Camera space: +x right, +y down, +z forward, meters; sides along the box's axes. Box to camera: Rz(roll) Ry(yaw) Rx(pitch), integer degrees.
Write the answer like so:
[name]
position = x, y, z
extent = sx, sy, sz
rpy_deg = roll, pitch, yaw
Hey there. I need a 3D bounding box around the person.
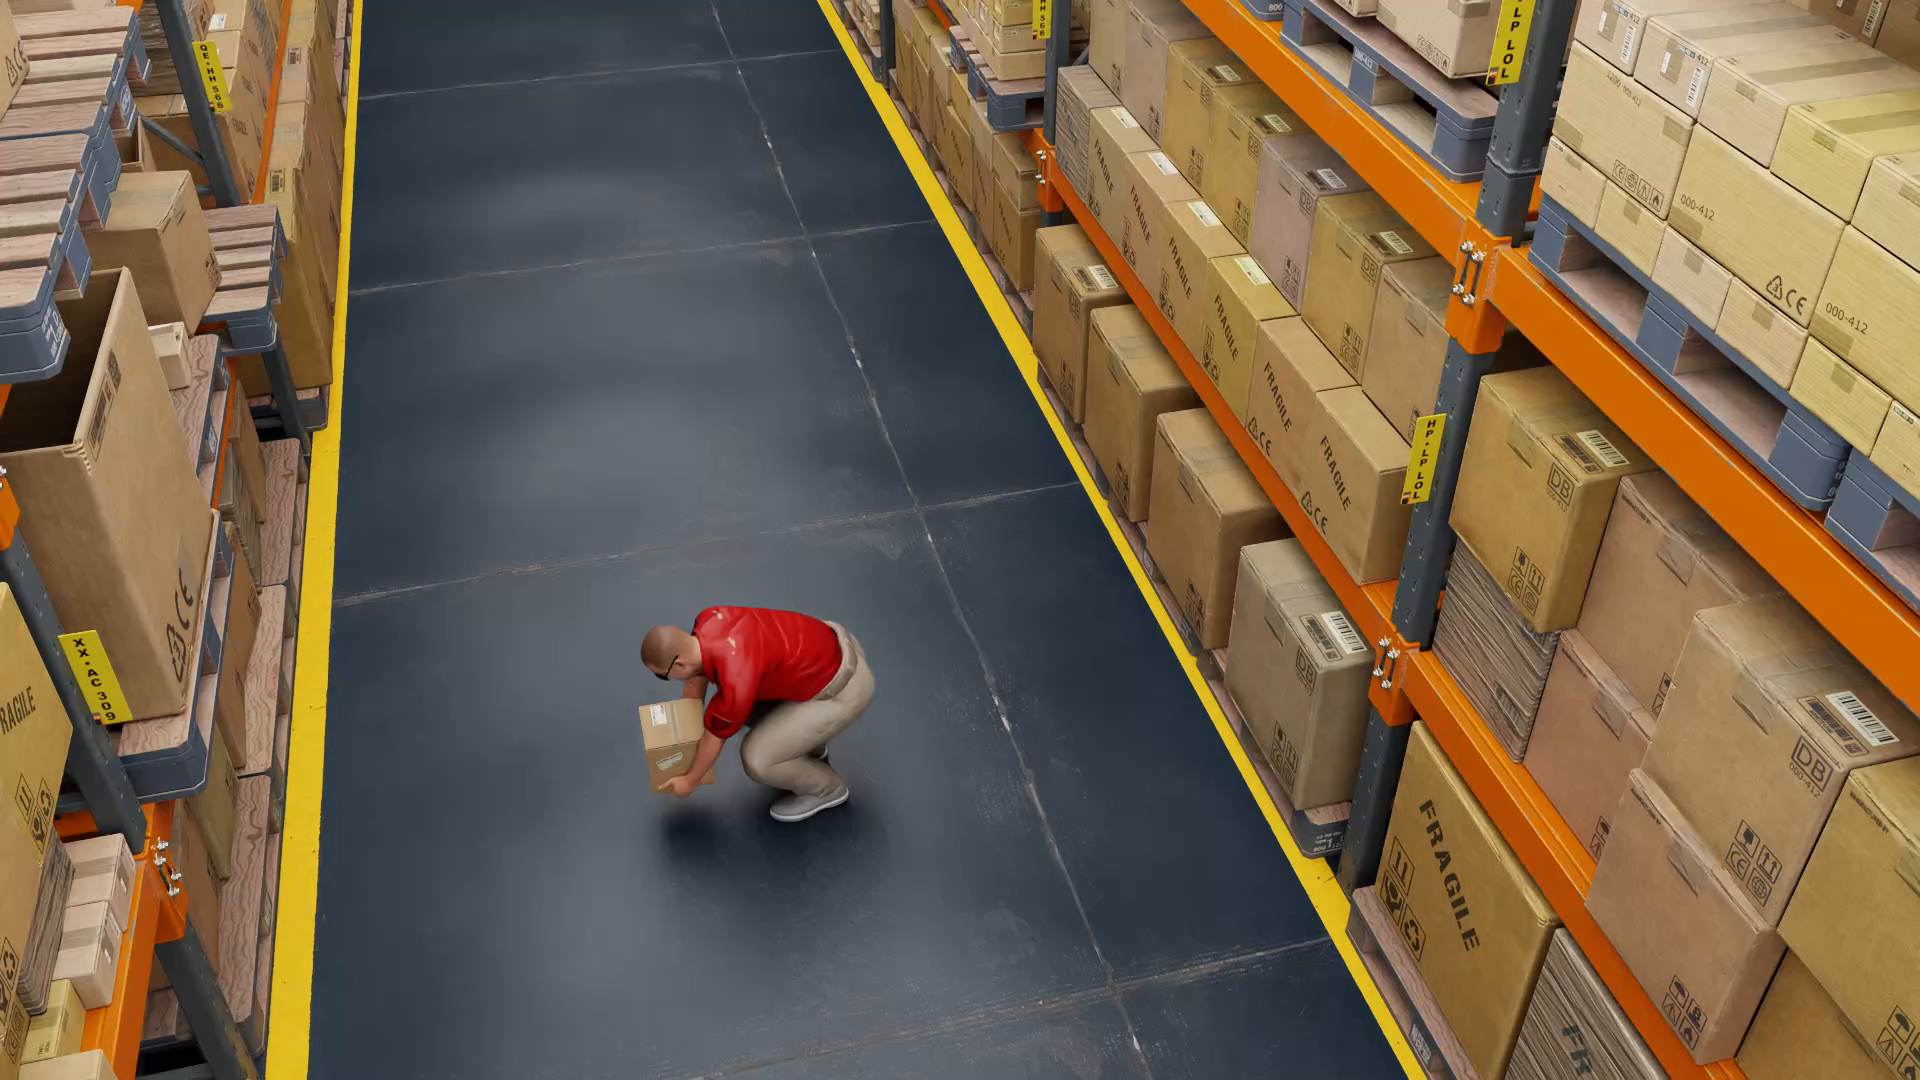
[person]
position = -0.780, 0.638, 6.526
extent = 0.895, 0.982, 0.524
rpy_deg = -10, 39, -13
